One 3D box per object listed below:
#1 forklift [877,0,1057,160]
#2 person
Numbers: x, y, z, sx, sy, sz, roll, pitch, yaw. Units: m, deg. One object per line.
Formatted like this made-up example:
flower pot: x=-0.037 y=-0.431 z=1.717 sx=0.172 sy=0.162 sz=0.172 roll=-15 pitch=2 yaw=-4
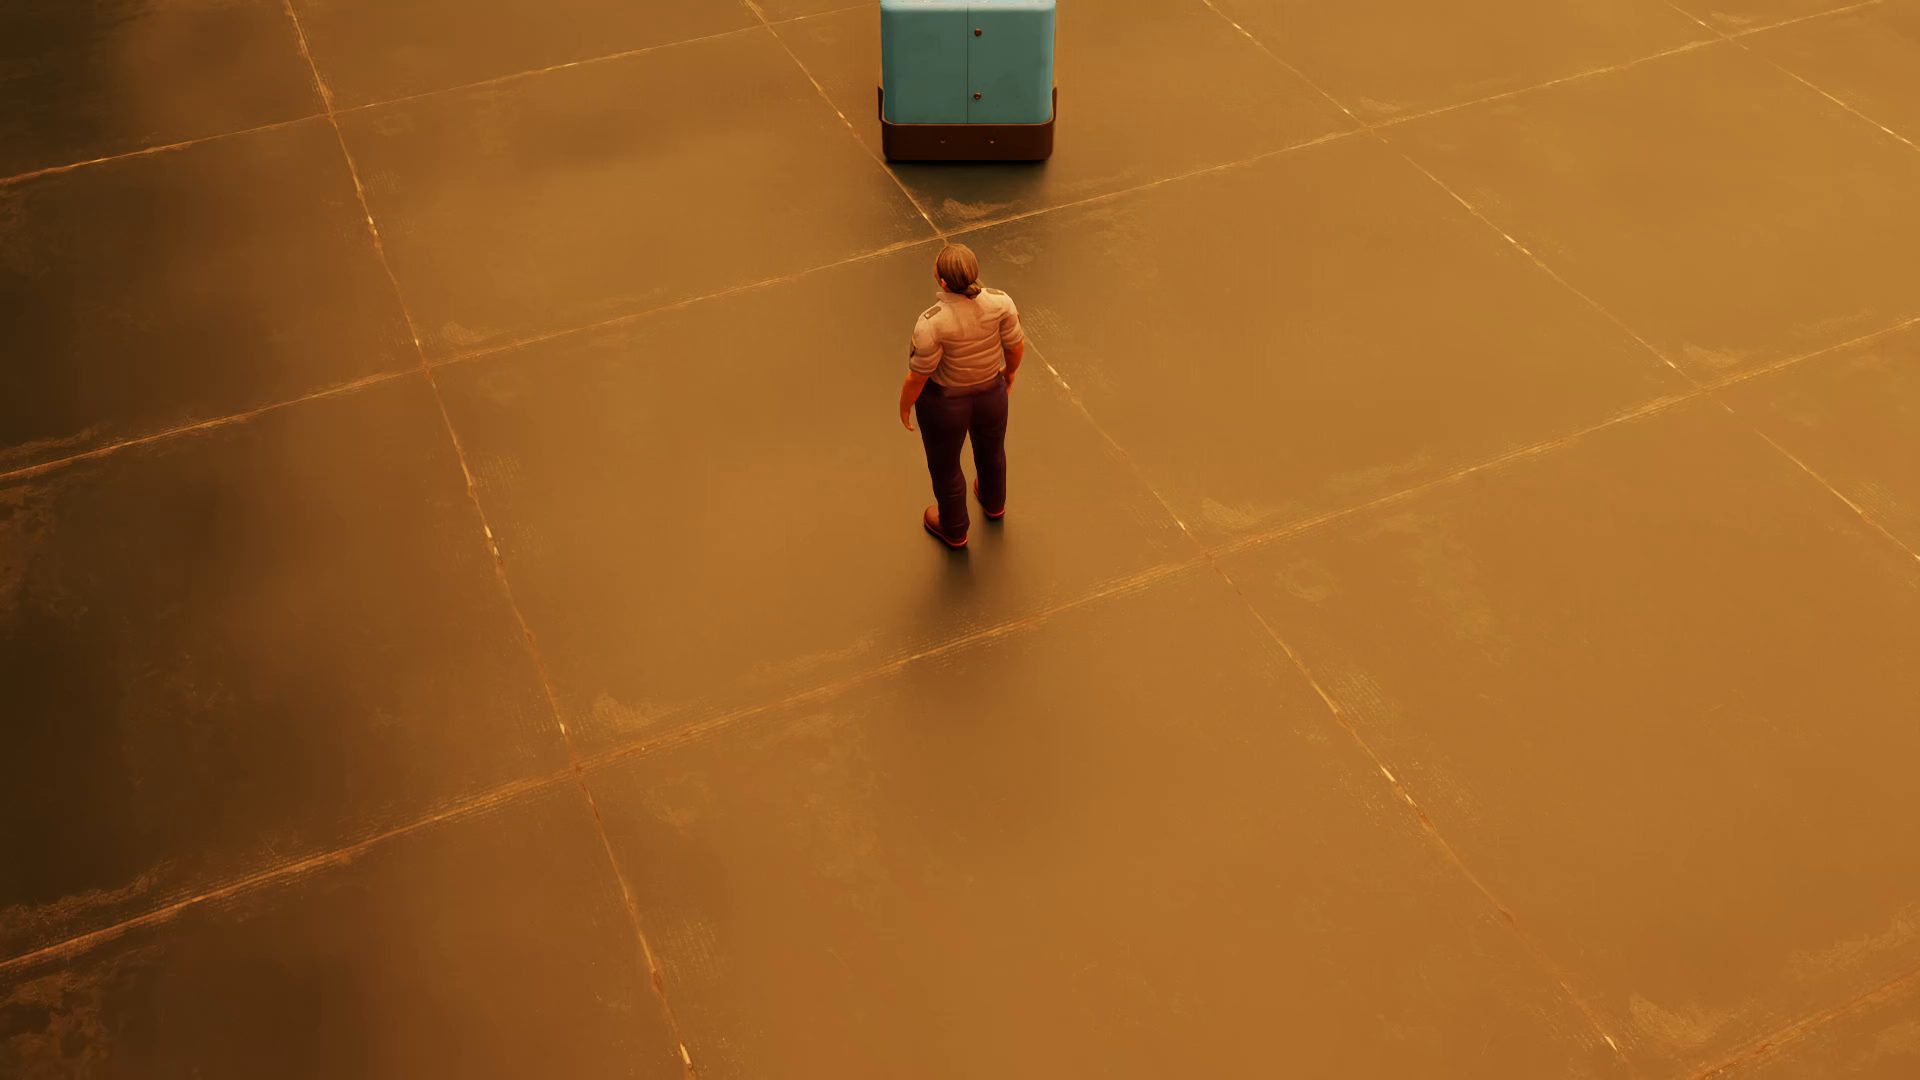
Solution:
forklift: x=0.046 y=-4.389 z=10.383 sx=1.130 sy=2.935 sz=3.031 roll=0 pitch=43 yaw=0
person: x=-0.017 y=-0.667 z=7.331 sx=0.598 sy=1.643 sz=0.502 roll=-18 pitch=46 yaw=-18
